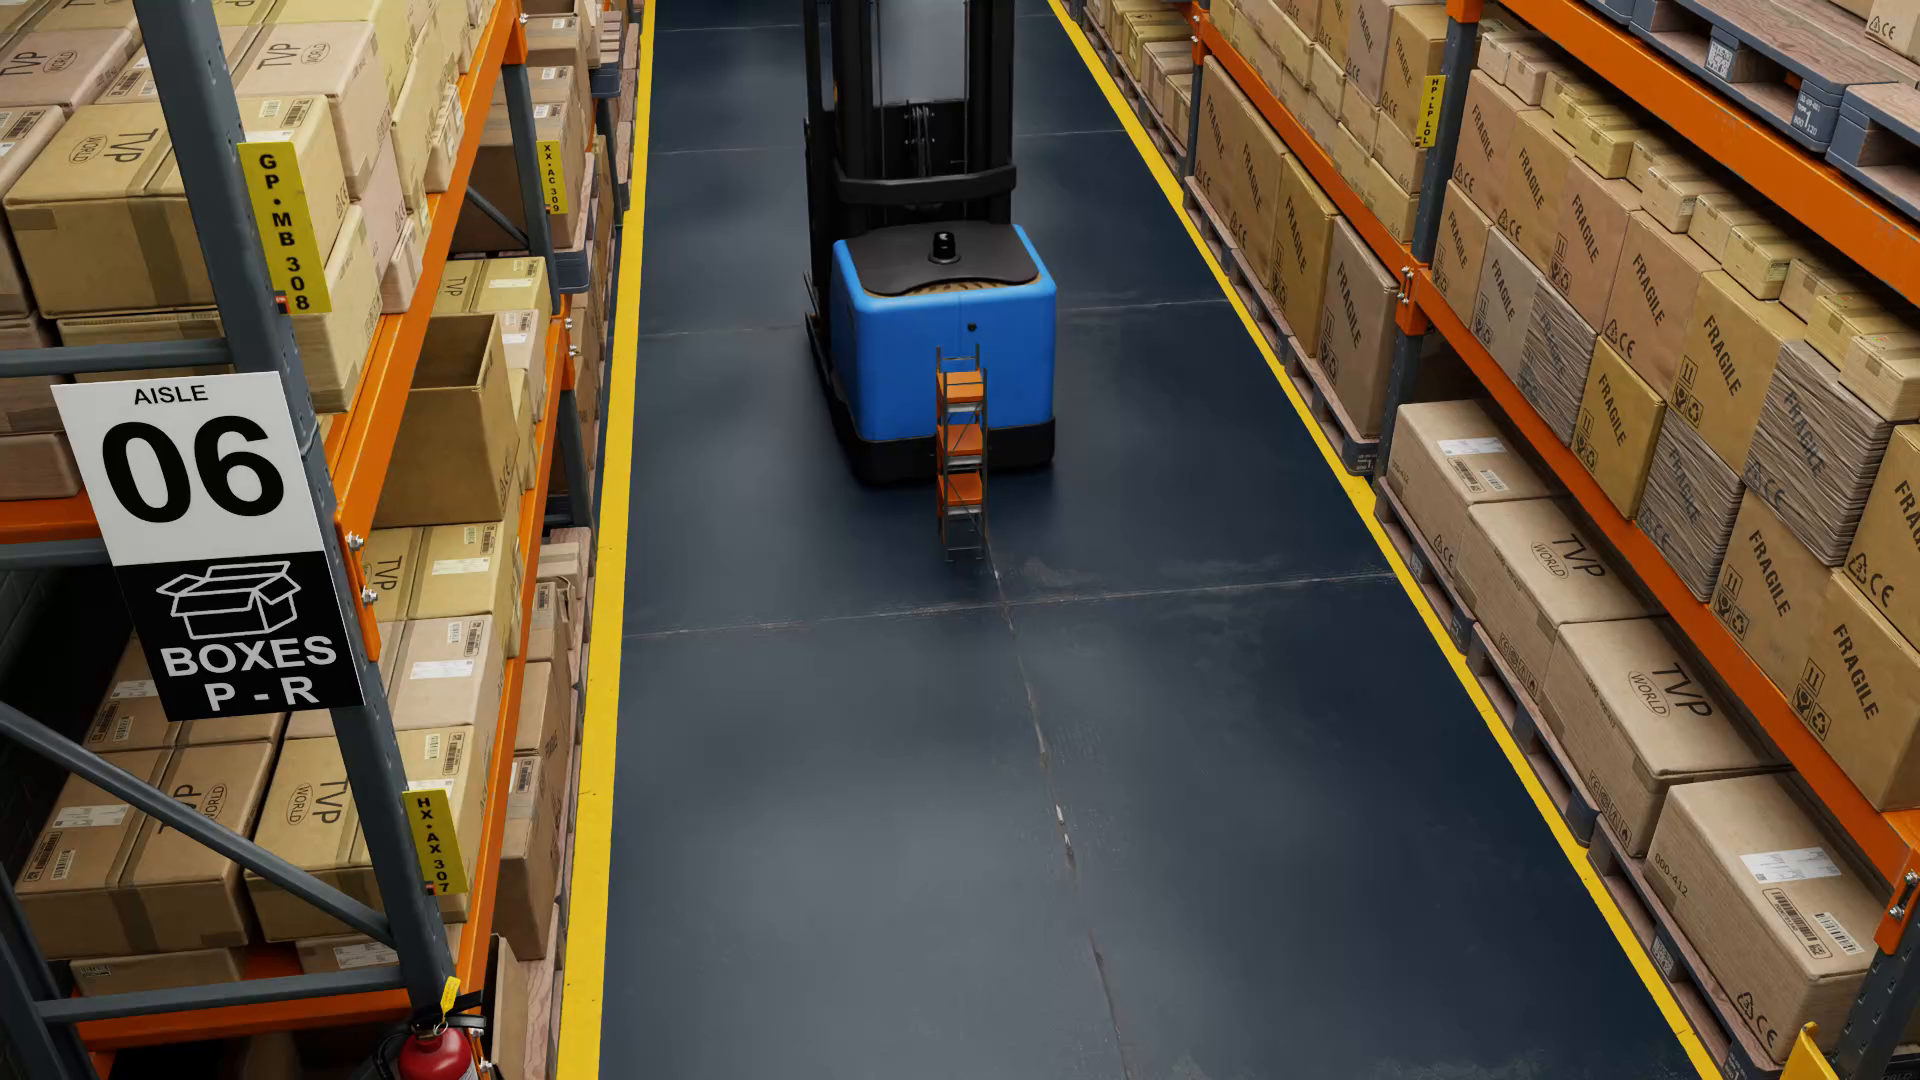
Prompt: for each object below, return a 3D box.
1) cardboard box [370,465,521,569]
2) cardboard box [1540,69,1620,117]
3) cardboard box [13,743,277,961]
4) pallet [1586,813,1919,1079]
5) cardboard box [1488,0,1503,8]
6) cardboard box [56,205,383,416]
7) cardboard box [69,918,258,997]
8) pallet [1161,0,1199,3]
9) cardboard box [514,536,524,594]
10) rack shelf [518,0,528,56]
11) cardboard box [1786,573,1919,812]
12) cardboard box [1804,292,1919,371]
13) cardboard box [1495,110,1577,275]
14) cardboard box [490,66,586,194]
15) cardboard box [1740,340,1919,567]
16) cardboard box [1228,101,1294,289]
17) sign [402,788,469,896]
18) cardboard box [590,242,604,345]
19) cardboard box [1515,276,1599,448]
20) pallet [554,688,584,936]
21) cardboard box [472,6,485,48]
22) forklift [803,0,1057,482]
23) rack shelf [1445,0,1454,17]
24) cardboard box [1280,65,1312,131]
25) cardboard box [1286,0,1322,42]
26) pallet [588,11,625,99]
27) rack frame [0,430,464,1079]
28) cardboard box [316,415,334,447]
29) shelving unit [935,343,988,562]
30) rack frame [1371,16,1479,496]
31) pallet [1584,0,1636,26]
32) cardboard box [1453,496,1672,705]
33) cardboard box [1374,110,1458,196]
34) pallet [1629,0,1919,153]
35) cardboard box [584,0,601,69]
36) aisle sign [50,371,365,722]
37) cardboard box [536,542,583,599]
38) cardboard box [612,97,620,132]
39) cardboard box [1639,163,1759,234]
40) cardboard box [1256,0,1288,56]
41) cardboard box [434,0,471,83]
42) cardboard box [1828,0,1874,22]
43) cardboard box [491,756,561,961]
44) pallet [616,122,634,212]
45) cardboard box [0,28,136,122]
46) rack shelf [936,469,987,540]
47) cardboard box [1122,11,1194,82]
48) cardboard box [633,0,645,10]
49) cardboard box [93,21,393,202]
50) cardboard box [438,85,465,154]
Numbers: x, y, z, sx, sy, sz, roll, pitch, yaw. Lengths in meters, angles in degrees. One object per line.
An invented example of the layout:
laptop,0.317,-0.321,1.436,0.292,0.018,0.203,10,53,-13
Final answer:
cardboard box,-1.761,-0.090,5.587,0.500,0.250,0.500,-5,35,-8
cardboard box,2.555,-1.763,6.621,0.380,0.149,0.250,-5,35,-7
cardboard box,-2.062,0.795,4.289,0.500,0.250,0.500,-3,34,-5
pallet,2.996,1.426,5.970,1.003,0.211,1.213,-4,35,-6
cardboard box,2.773,-2.521,8.310,0.500,0.500,0.500,-5,35,-7
cardboard box,-1.526,-0.477,3.491,0.500,0.250,0.500,-5,35,-7
cardboard box,-2.048,1.031,4.296,0.380,0.149,0.250,-5,35,-7
pallet,1.903,-4.060,11.715,1.213,0.211,1.003,-4,35,-6
cardboard box,-1.689,0.124,5.628,0.380,0.149,0.250,-4,34,-5
rack shelf,-2.544,-3.198,8.255,1.077,0.370,4.000,-4,35,-6
cardboard box,2.853,0.424,4.876,0.500,0.500,0.500,-4,34,-6
cardboard box,2.765,-0.615,4.936,0.380,0.149,0.250,-4,34,-5
cardboard box,2.528,-1.406,6.673,0.500,0.500,0.500,-5,35,-7
cardboard box,-2.188,-1.931,7.958,0.700,0.500,0.500,-4,34,-6
cardboard box,2.780,-0.281,5.022,0.500,0.500,0.500,-4,35,-6
cardboard box,2.231,-2.156,10.264,0.875,0.875,0.875,-4,34,-6
sign,-1.200,0.693,3.800,0.100,0.325,0.005,-4,35,-6
cardboard box,-2.325,-1.433,9.535,0.500,0.500,0.500,-6,35,-8
cardboard box,2.570,-0.718,6.552,0.500,0.500,0.500,-4,34,-6
pallet,-2.017,1.078,6.481,1.003,0.211,1.213,-4,35,-6
cardboard box,-1.877,-1.810,5.802,0.380,0.149,0.250,-3,34,-5
forklift,-0.311,-2.335,9.074,1.130,2.935,3.031,-7,35,-10
rack shelf,2.374,-3.576,8.809,1.077,0.370,4.000,-4,35,-6
cardboard box,2.142,-2.542,9.450,0.500,0.250,0.500,-4,35,-6
cardboard box,2.124,-3.063,9.104,0.500,0.500,0.500,-4,34,-6
pallet,-2.653,-2.920,10.041,1.213,0.211,1.003,-4,35,-6
rack frame,-1.737,1.092,3.984,1.000,3.000,0.127,-4,35,-6
cardboard box,-1.550,-0.239,3.496,0.380,0.149,0.250,-4,34,-5
shelving unit,0.007,-0.404,7.911,0.215,1.050,0.252,-4,35,-6
rack frame,2.643,-1.518,7.814,1.000,3.000,0.127,-4,35,-6
pallet,2.742,-2.263,6.323,1.003,0.211,1.213,-4,35,-6
cardboard box,2.742,0.225,7.158,0.875,0.438,0.875,-5,35,-8
cardboard box,2.342,-1.890,8.049,0.500,0.250,0.500,-4,35,-6
pallet,2.903,-1.584,5.326,1.003,0.211,1.213,-4,35,-6
cardboard box,-2.351,-2.919,9.630,0.500,0.250,0.500,-6,35,-9
aisle sign,-1.437,0.034,3.228,0.394,0.787,0.004,-4,35,-6
cardboard box,-1.909,0.153,7.520,0.380,0.149,0.250,-5,35,-8
cardboard box,-2.979,-3.277,12.131,0.875,0.625,0.625,-3,34,-5
cardboard box,2.614,-1.193,5.785,0.380,0.149,0.250,-4,35,-6
cardboard box,2.051,-3.026,9.715,0.500,0.250,0.500,-4,35,-7
cardboard box,-1.825,-1.614,5.160,0.500,0.250,0.500,-4,34,-5
cardboard box,3.058,-1.918,5.186,0.500,0.500,0.500,-4,34,-6
cardboard box,-1.802,1.123,5.785,0.700,0.500,0.500,-3,34,-4
pallet,-2.885,-2.682,11.998,1.003,0.211,1.213,-4,35,-6
cardboard box,-2.143,-0.932,3.715,0.500,0.250,0.500,-5,35,-8
rack shelf,0.007,-0.166,8.073,0.215,0.259,0.240,-4,35,-6
cardboard box,1.835,-3.988,13.400,0.950,0.372,0.625,-3,34,-5
cardboard box,-3.088,-4.936,14.899,0.500,0.250,0.500,-4,34,-6
cardboard box,-1.598,-0.967,3.766,0.500,0.250,0.500,-5,35,-7
cardboard box,-1.698,-1.240,4.966,0.380,0.149,0.250,-4,34,-5
